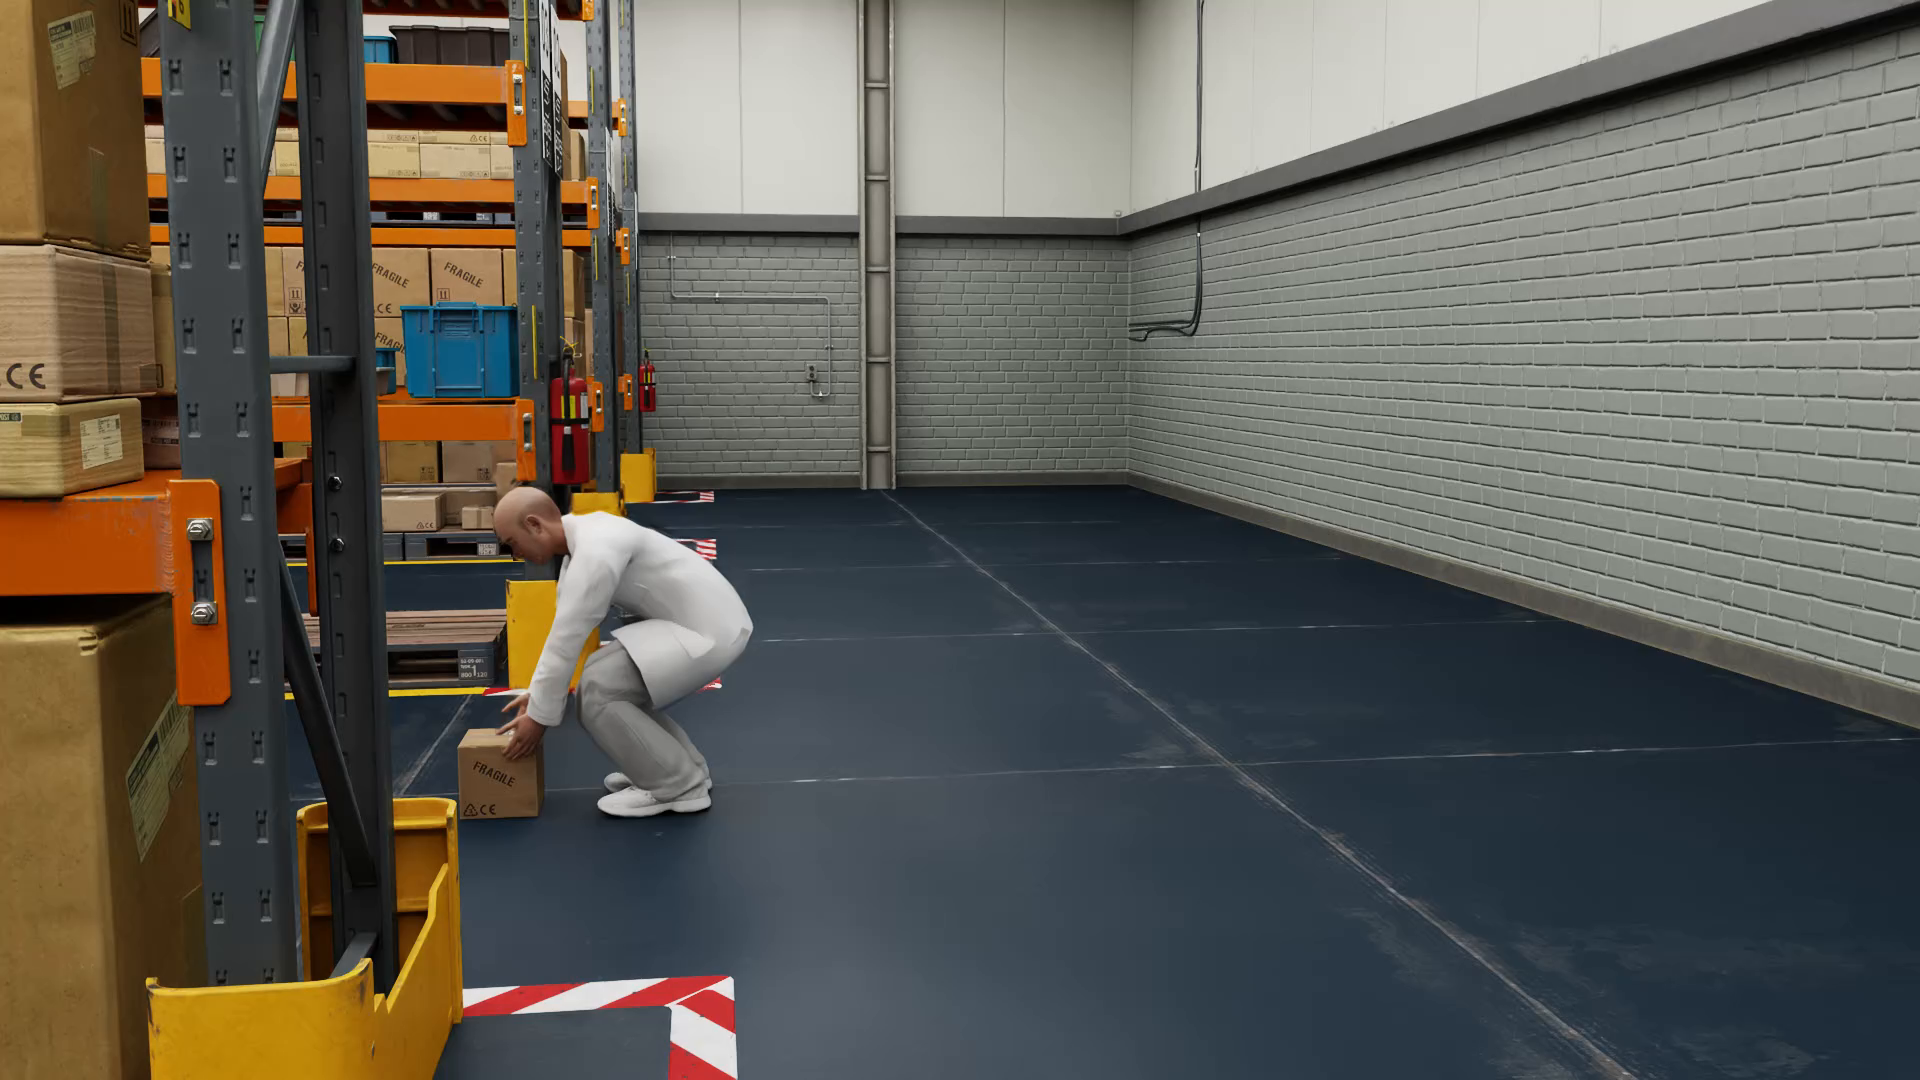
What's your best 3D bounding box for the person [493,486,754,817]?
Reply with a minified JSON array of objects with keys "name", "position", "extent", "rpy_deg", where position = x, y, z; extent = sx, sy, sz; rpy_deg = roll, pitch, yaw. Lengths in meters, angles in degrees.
[{"name":"person","position":[-1.132,0.370,5.609],"extent":[0.867,1.081,0.617],"rpy_deg":[-1,6,-9]}]
